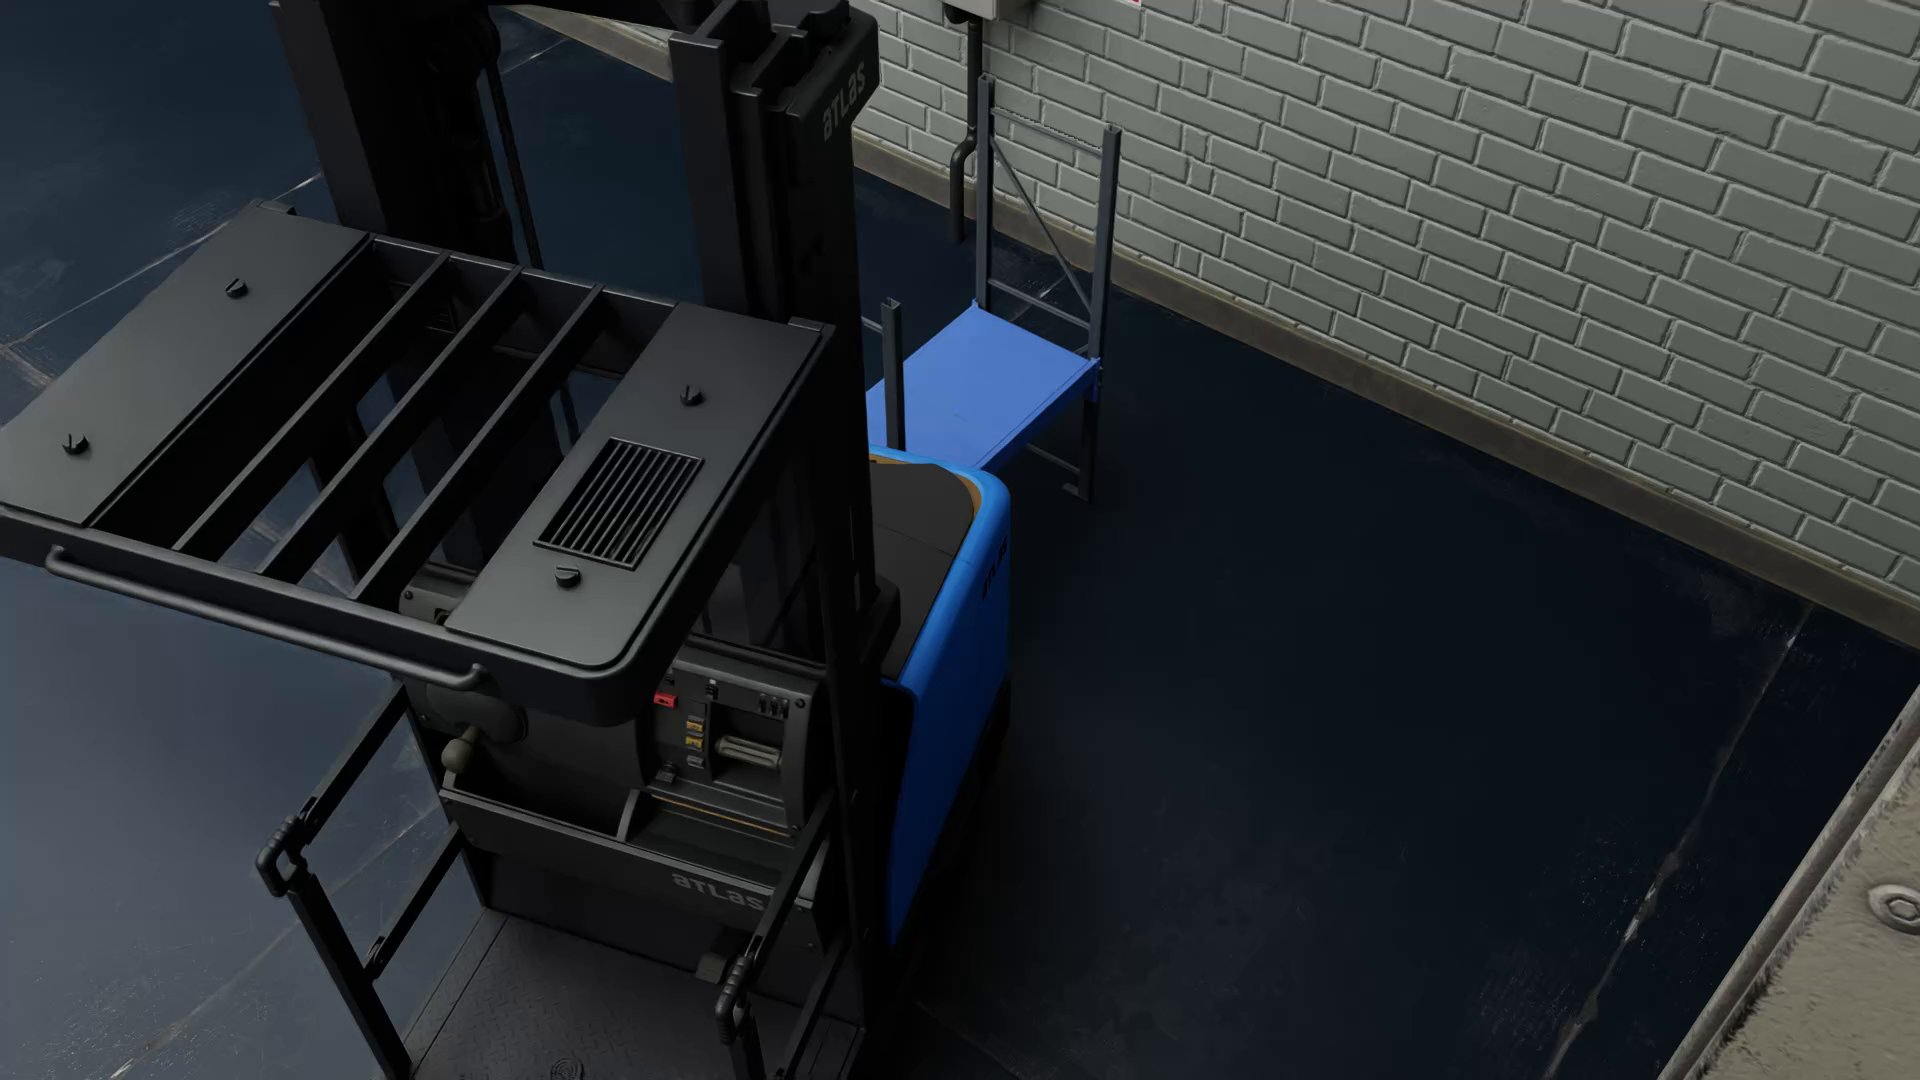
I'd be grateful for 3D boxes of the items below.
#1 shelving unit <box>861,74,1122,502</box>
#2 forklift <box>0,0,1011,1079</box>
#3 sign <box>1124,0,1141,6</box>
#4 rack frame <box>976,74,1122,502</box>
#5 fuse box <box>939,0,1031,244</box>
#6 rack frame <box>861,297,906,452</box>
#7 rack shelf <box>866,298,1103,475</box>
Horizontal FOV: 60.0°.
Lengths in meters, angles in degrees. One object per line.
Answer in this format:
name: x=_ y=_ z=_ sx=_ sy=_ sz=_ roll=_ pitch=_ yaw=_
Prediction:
shelving unit: x=-0.048 y=-0.479 z=5.171 sx=0.538 sy=1.500 sz=1.048 roll=29 pitch=53 yaw=25
forklift: x=-0.806 y=0.453 z=3.290 sx=1.130 sy=2.935 sz=3.031 roll=14 pitch=48 yaw=13
sign: x=0.510 y=-2.131 z=5.777 sx=0.329 sy=0.494 sz=0.001 roll=29 pitch=53 yaw=25
rack frame: x=0.261 y=-0.771 z=5.450 sx=0.500 sy=1.500 sz=0.032 roll=29 pitch=53 yaw=25
fuse box: x=-0.007 y=-1.819 z=6.304 sx=0.539 sy=1.711 sz=0.414 roll=29 pitch=53 yaw=25
rack frame: x=-0.357 y=-0.188 z=4.892 sx=0.500 sy=1.500 sz=0.032 roll=29 pitch=53 yaw=25
rack shelf: x=-0.048 y=-0.355 z=5.301 sx=0.538 sy=0.185 sz=1.000 roll=29 pitch=53 yaw=25
